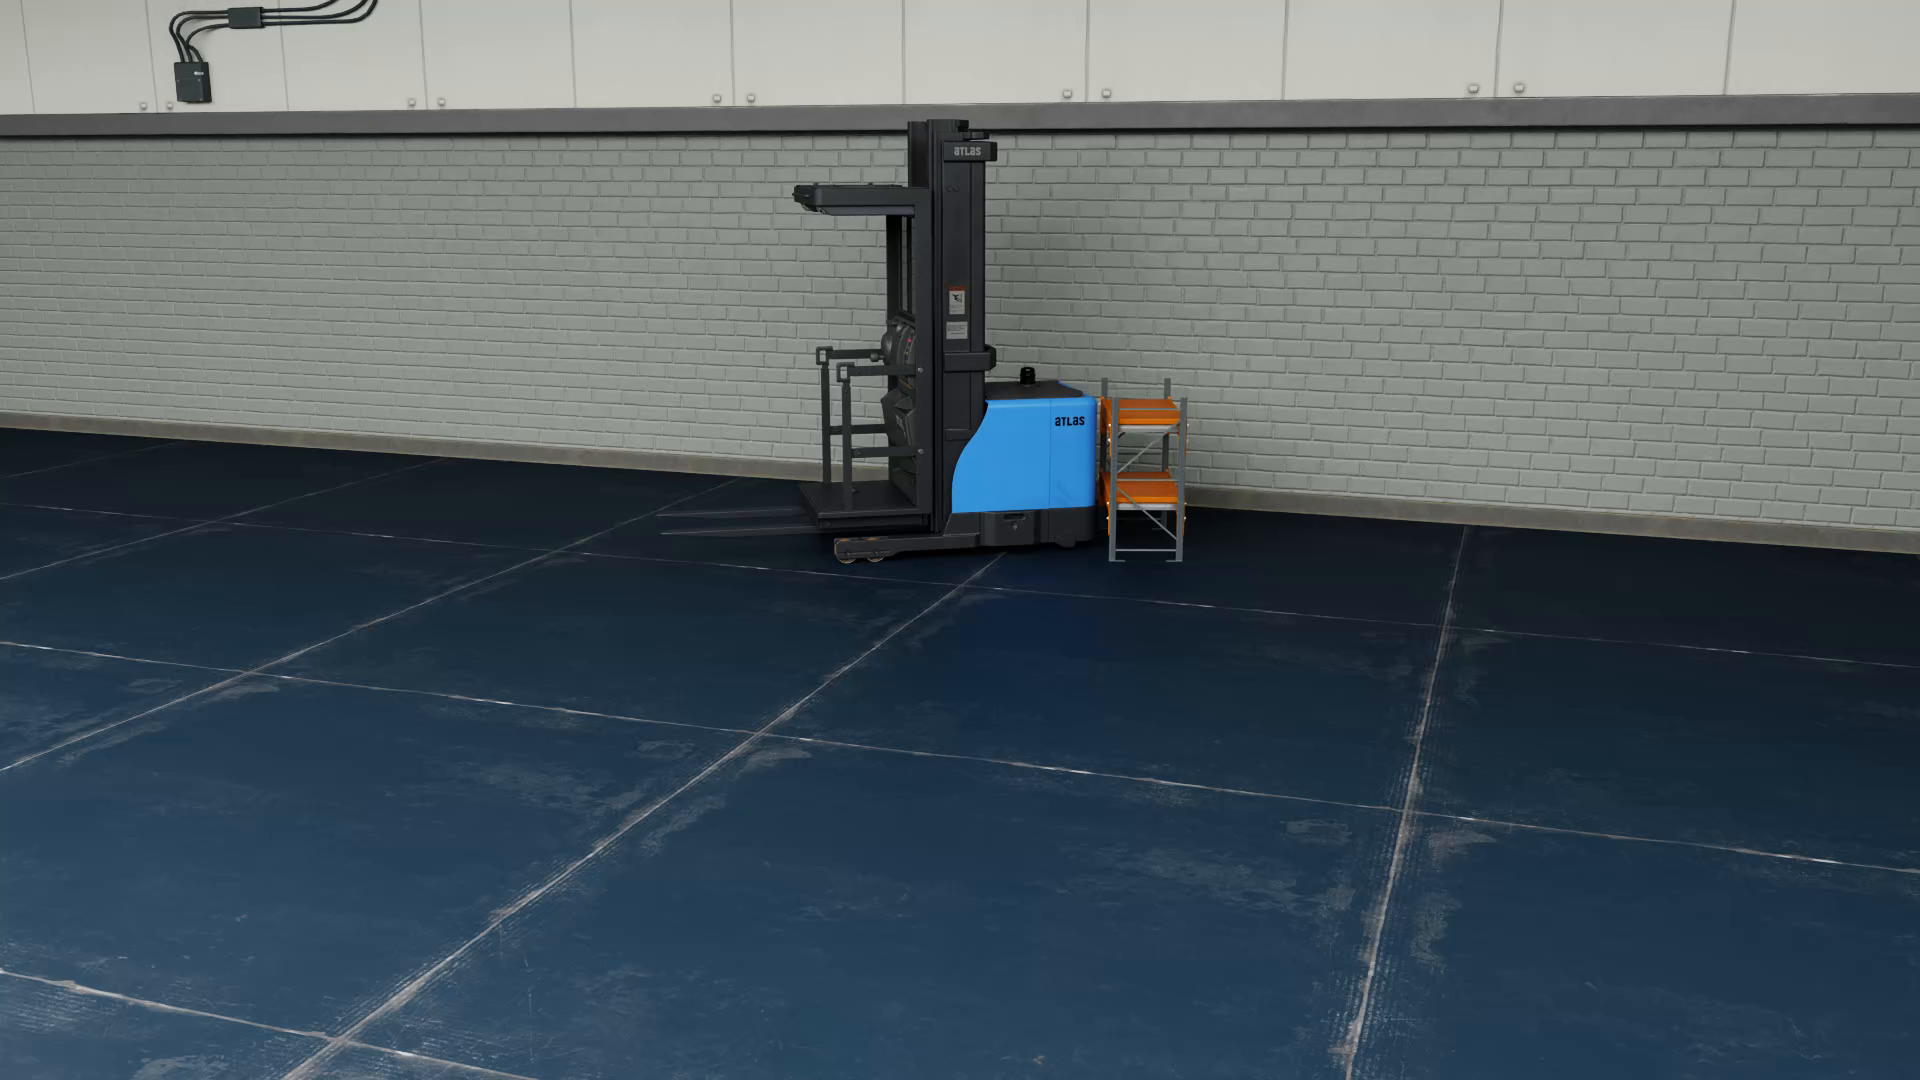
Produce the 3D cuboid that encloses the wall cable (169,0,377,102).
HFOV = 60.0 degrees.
[{"bbox_3d":[-6.144,-6.910,14.396,2.305,6.003,0.169,4,14,18],"label":"wall cable"}]

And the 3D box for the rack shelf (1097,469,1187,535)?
[{"bbox_3d":[1.274,-0.279,11.780,0.538,0.278,1.000,0,13,1],"label":"rack shelf"}]

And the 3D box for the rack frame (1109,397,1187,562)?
[{"bbox_3d":[1.267,-0.404,11.230,0.500,1.125,0.032,0,13,1],"label":"rack frame"}]

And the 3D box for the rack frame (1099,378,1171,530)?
[{"bbox_3d":[1.281,-0.630,12.222,0.500,1.125,0.032,0,13,1],"label":"rack frame"}]

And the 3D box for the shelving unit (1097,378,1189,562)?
[{"bbox_3d":[1.274,-0.517,11.726,0.538,1.125,1.048,0,13,1],"label":"shelving unit"}]

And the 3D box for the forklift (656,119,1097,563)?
[{"bbox_3d":[-0.608,-1.399,11.529,3.031,2.935,1.130,-3,13,-12],"label":"forklift"}]

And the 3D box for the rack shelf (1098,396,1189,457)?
[{"bbox_3d":[1.274,-0.803,11.661,0.538,0.278,1.000,0,13,1],"label":"rack shelf"}]
